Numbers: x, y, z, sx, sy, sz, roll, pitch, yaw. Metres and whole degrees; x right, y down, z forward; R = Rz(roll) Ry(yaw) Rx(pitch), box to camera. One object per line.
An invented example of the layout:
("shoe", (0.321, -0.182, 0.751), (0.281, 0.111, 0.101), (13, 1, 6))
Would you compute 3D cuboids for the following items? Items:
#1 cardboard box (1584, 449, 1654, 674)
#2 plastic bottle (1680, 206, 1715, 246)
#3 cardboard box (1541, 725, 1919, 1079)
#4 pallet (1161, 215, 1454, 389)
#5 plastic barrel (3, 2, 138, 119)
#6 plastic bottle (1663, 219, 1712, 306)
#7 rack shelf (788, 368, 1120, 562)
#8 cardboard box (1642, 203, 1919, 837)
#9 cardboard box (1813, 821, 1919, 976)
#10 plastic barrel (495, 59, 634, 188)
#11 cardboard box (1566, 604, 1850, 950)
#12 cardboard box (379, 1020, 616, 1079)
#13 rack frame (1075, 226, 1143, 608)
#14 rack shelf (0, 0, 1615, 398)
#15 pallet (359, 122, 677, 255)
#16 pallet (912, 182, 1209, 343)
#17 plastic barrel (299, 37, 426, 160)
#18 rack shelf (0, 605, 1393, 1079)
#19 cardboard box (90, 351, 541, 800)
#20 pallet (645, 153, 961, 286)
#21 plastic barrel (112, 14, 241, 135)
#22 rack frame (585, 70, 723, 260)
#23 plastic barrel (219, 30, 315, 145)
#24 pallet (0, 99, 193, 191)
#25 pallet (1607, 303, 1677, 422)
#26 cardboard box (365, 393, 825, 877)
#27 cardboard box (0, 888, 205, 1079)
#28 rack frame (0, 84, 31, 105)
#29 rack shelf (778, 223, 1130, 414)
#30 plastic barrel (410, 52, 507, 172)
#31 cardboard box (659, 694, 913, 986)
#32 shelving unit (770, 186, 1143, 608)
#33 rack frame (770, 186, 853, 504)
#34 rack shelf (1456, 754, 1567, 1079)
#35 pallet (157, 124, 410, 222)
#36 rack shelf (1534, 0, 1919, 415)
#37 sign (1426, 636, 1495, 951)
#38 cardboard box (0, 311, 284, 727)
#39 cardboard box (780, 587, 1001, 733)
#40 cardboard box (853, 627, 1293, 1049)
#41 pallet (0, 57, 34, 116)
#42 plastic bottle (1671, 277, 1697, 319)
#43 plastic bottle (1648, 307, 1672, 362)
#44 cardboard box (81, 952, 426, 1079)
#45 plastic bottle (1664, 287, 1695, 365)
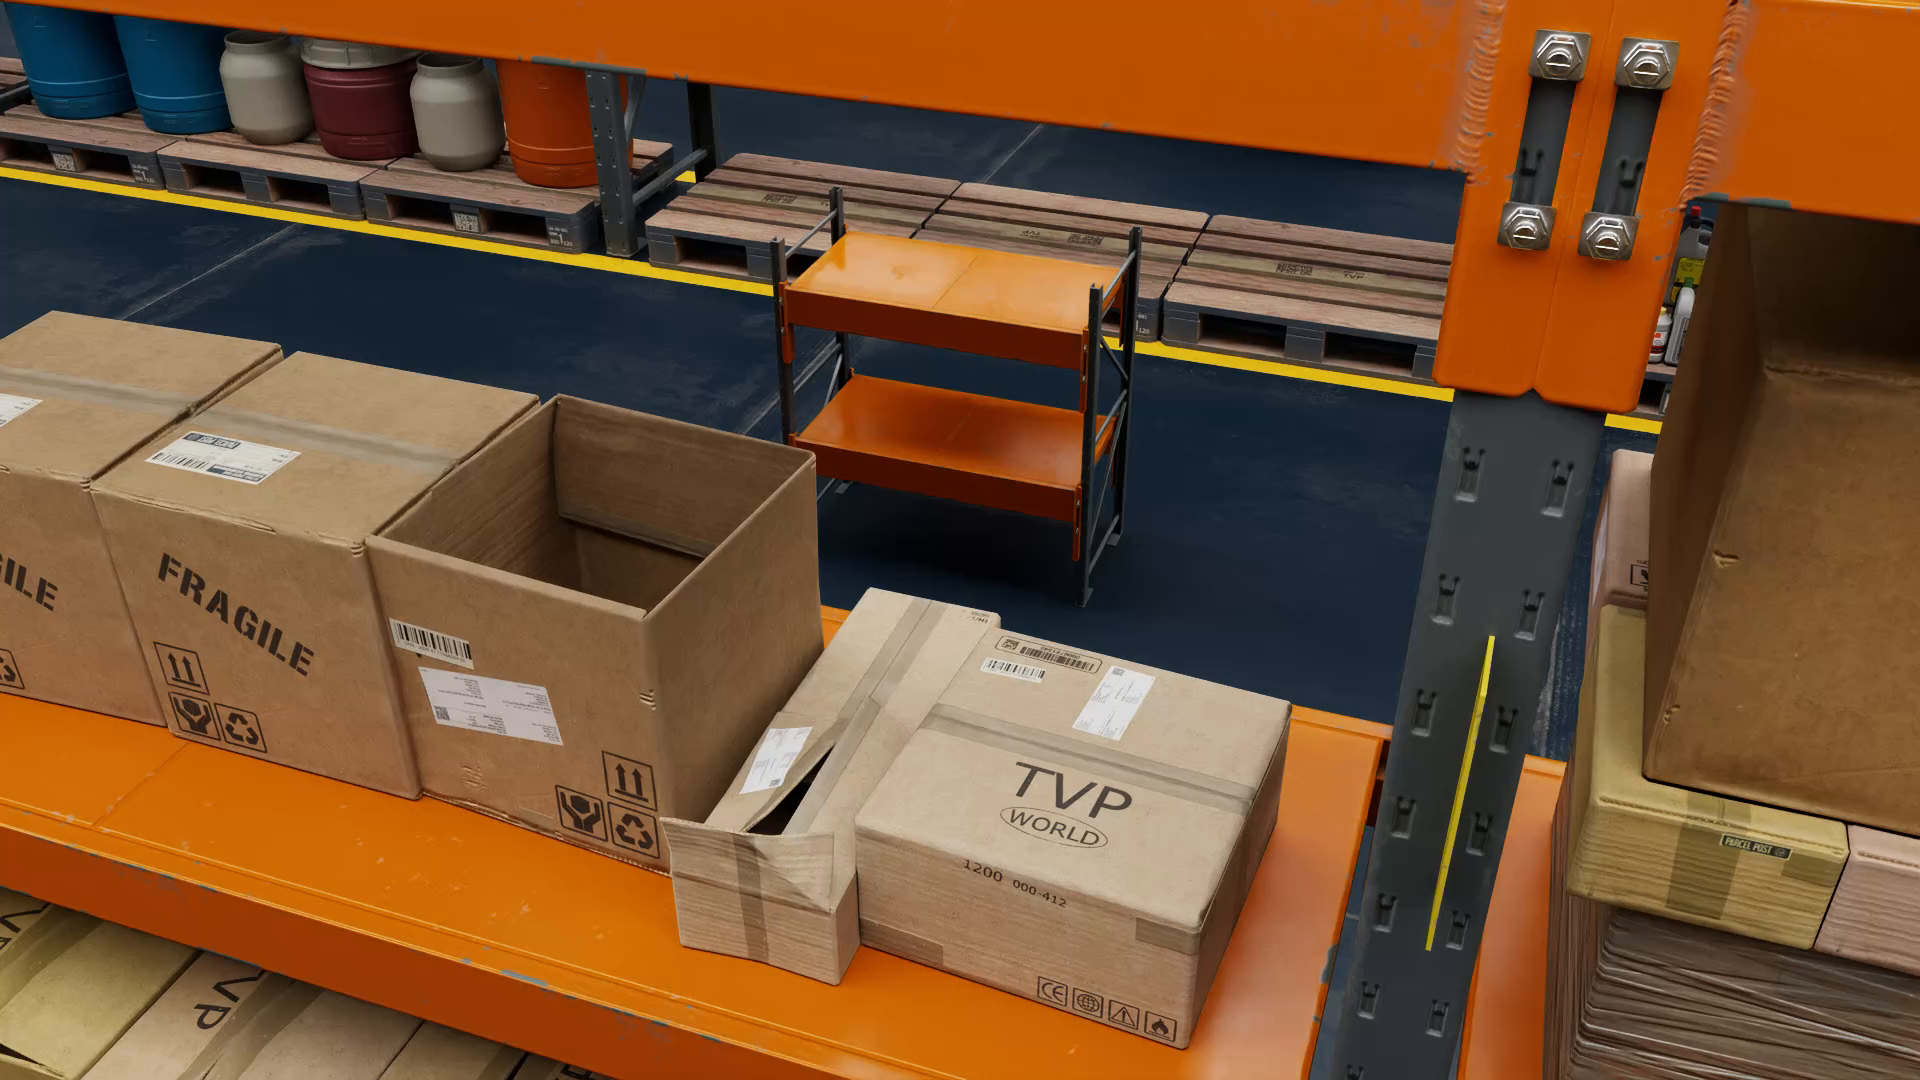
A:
("cardboard box", (0.984, 0.048, 2.219), (0.250, 0.149, 0.380), (11, 34, 16))
("plastic bottle", (3.034, -1.207, 6.891), (0.185, 0.351, 0.144), (10, 34, 15))
("cardboard box", (1.076, 0.459, 2.182), (0.500, 0.500, 0.700), (10, 34, 15))
("pallet", (1.578, -1.058, 7.195), (1.213, 0.211, 1.003), (11, 34, 16))
("plastic barrel", (-4.694, -2.757, 8.801), (0.708, 0.901, 0.600), (11, 34, 16))
("plastic bottle", (2.985, -1.134, 6.777), (0.185, 0.351, 0.144), (11, 34, 16))
("rack shelf", (-0.006, -0.268, 5.579), (1.000, 0.278, 0.538), (11, 34, 16))
("cardboard box", (1.076, -0.087, 1.830), (0.500, 0.500, 0.700), (11, 34, 17))
("cardboard box", (1.080, 0.302, 1.827), (0.250, 0.149, 0.380), (12, 35, 17))
("plastic barrel", (-1.901, -2.184, 7.980), (0.708, 0.830, 0.600), (11, 34, 16))
("cardboard box", (0.844, 0.256, 1.898), (0.250, 0.149, 0.380), (11, 34, 16))
("cardboard box", (-0.783, 1.053, 2.984), (0.500, 0.311, 0.500), (11, 34, 16))
("rack frame", (0.472, -0.381, 5.303), (0.032, 1.125, 0.500), (11, 34, 16))
("rack shelf", (-1.227, -0.901, 2.279), (4.000, 0.370, 1.077), (11, 34, 16))
("pallet", (-2.191, -1.790, 8.327), (1.213, 0.211, 1.003), (11, 34, 16))
("pallet", (0.426, -1.281, 7.539), (1.213, 0.211, 1.003), (11, 34, 16))
("plastic barrel", (-2.964, -2.289, 8.366), (0.708, 0.588, 0.600), (11, 34, 16))
("rack shelf", (-1.227, 0.359, 3.092), (4.000, 0.370, 1.077), (11, 34, 16))
("cardboard box", (-1.029, 0.044, 2.825), (0.500, 0.500, 0.500), (11, 34, 17))
("pallet", (-0.719, -1.505, 7.886), (1.213, 0.211, 1.003), (11, 34, 16))
("plastic barrel", (-4.027, -2.627, 8.601), (0.708, 0.901, 0.600), (11, 34, 16))
("rack frame", (-1.435, -2.838, 7.380), (0.127, 3.000, 1.000), (11, 34, 16))
("plastic barrel", (-3.526, -2.314, 8.476), (0.421, 0.512, 0.421), (0, 33, 0))
("pallet", (-4.488, -2.236, 9.019), (1.213, 0.211, 1.003), (11, 34, 16))
("pallet", (2.949, -0.790, 6.780), (1.213, 0.211, 1.003), (11, 34, 16))
("cardboard box", (-0.557, 0.135, 2.683), (0.500, 0.500, 0.500), (14, 35, 20))
("cardboard box", (-1.739, 0.866, 3.274), (0.500, 0.311, 0.500), (10, 34, 15))
("rack frame", (-5.200, -3.570, 8.514), (0.127, 3.000, 1.000), (11, 34, 16))
("rack shelf", (-0.006, -0.720, 5.288), (1.000, 0.278, 0.538), (11, 34, 16))
("plastic barrel", (-2.463, -2.108, 8.156), (0.421, 0.512, 0.421), (0, 33, 0))
("cardboard box", (-0.234, 0.412, 2.471), (0.258, 0.266, 0.396), (10, 34, 15))
("shelving unit", (-0.006, -0.474, 5.447), (1.048, 1.125, 0.538), (11, 34, 16))
("rack frame", (-0.485, -0.567, 5.591), (0.032, 1.125, 0.500), (11, 34, 16))
("rack shelf", (2.539, 1.091, 1.958), (4.000, 0.370, 1.077), (11, 34, 16))
("pallet", (-3.336, -2.014, 8.674), (1.213, 0.211, 1.003), (11, 34, 16))
("rack shelf", (2.539, -0.169, 1.145), (4.000, 0.370, 1.077), (11, 34, 16))
("sign", (0.482, 0.248, 1.606), (0.005, 0.325, 0.100), (11, 34, 16))
("cardboard box", (-1.524, -0.053, 2.974), (0.500, 0.500, 0.500), (9, 34, 14))
("cardboard box", (-0.109, 0.262, 2.811), (0.250, 0.149, 0.380), (11, 34, 16))
("cardboard box", (0.178, 0.418, 2.476), (0.500, 0.250, 0.500), (13, 35, 19))
("pallet", (-5.906, -2.513, 9.448), (1.213, 0.211, 1.003), (11, 34, 16))
("plastic bottle", (2.832, -0.877, 6.441), (0.133, 0.283, 0.061), (11, 34, 16))
("plastic bottle", (2.674, -0.796, 6.392), (0.097, 0.201, 0.097), (0, 33, 0))
("cardboard box", (-1.255, 0.960, 3.129), (0.500, 0.311, 0.500), (11, 34, 16))
("plastic bottle", (2.796, -0.819, 6.359), (0.135, 0.276, 0.152), (12, 35, 18))
